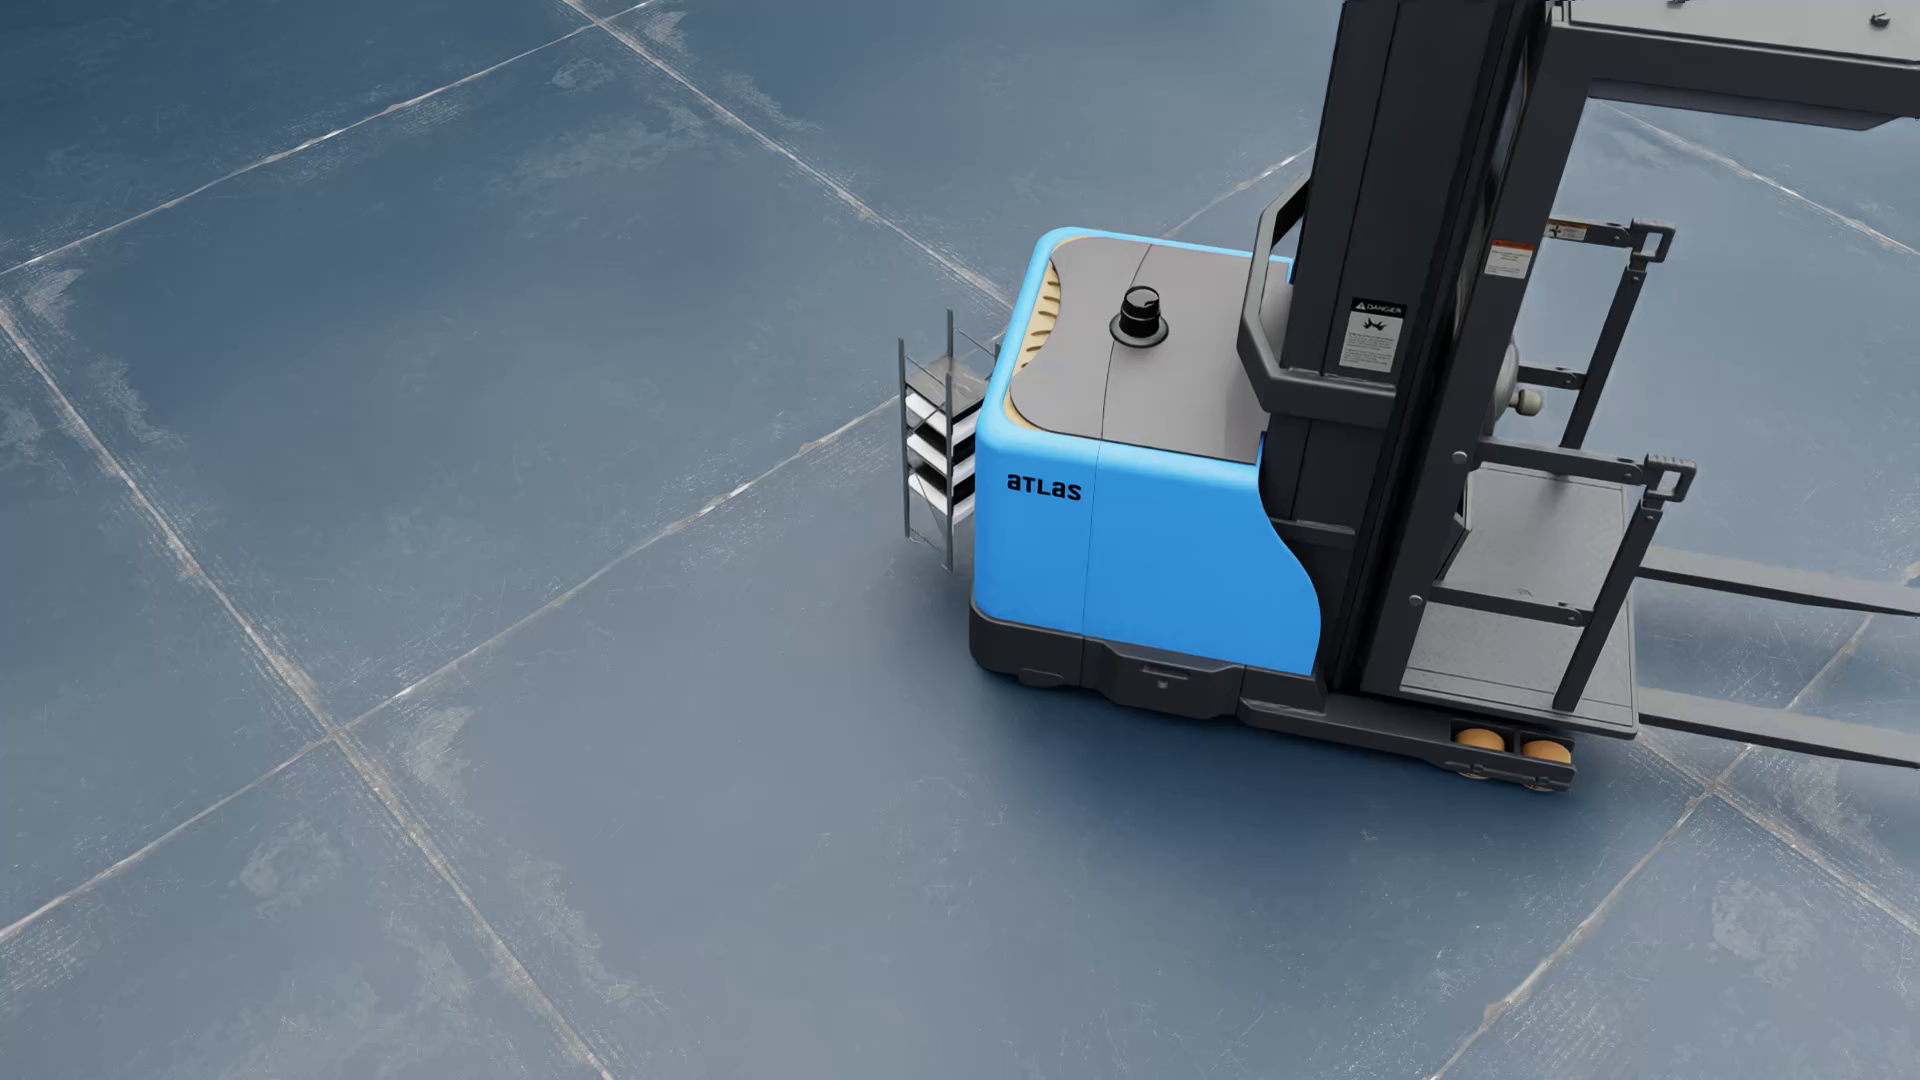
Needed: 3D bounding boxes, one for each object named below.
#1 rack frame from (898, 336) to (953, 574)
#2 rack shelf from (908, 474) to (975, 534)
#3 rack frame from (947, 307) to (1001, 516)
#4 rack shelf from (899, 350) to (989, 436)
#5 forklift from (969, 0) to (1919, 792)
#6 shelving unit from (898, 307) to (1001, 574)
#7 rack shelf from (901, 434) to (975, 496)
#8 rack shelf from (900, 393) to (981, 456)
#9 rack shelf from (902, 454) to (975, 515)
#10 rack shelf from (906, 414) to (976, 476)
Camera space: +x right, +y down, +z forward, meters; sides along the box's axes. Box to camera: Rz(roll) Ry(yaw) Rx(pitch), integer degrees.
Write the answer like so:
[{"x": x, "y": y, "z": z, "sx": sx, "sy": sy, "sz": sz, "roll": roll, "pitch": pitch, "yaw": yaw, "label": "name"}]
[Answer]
[{"x": -0.108, "y": -0.256, "z": 5.374, "sx": 0.006, "sy": 0.900, "sz": 0.240, "roll": -34, "pitch": 56, "yaw": -27, "label": "rack frame"}, {"x": -0.032, "y": -0.161, "z": 5.577, "sx": 0.200, "sy": 0.077, "sz": 0.258, "roll": -34, "pitch": 56, "yaw": -27, "label": "rack shelf"}, {"x": 0.043, "y": -0.356, "z": 5.466, "sx": 0.006, "sy": 0.900, "sz": 0.240, "roll": -34, "pitch": 56, "yaw": -27, "label": "rack frame"}, {"x": -0.032, "y": -0.466, "z": 5.246, "sx": 0.200, "sy": 0.077, "sz": 0.258, "roll": -34, "pitch": 56, "yaw": -27, "label": "rack shelf"}, {"x": 1.603, "y": -0.665, "z": 4.369, "sx": 3.031, "sy": 2.935, "sz": 1.130, "roll": 10, "pitch": 48, "yaw": 9, "label": "forklift"}, {"x": -0.032, "y": -0.306, "z": 5.420, "sx": 0.210, "sy": 0.900, "sz": 0.258, "roll": -34, "pitch": 56, "yaw": -27, "label": "shelving unit"}, {"x": -0.032, "y": -0.283, "z": 5.444, "sx": 0.200, "sy": 0.077, "sz": 0.258, "roll": -34, "pitch": 56, "yaw": -27, "label": "rack shelf"}, {"x": -0.032, "y": -0.405, "z": 5.312, "sx": 0.200, "sy": 0.077, "sz": 0.258, "roll": -34, "pitch": 56, "yaw": -27, "label": "rack shelf"}, {"x": -0.032, "y": -0.222, "z": 5.510, "sx": 0.200, "sy": 0.077, "sz": 0.258, "roll": -34, "pitch": 56, "yaw": -27, "label": "rack shelf"}, {"x": -0.032, "y": -0.344, "z": 5.378, "sx": 0.200, "sy": 0.077, "sz": 0.258, "roll": -34, "pitch": 56, "yaw": -27, "label": "rack shelf"}]
